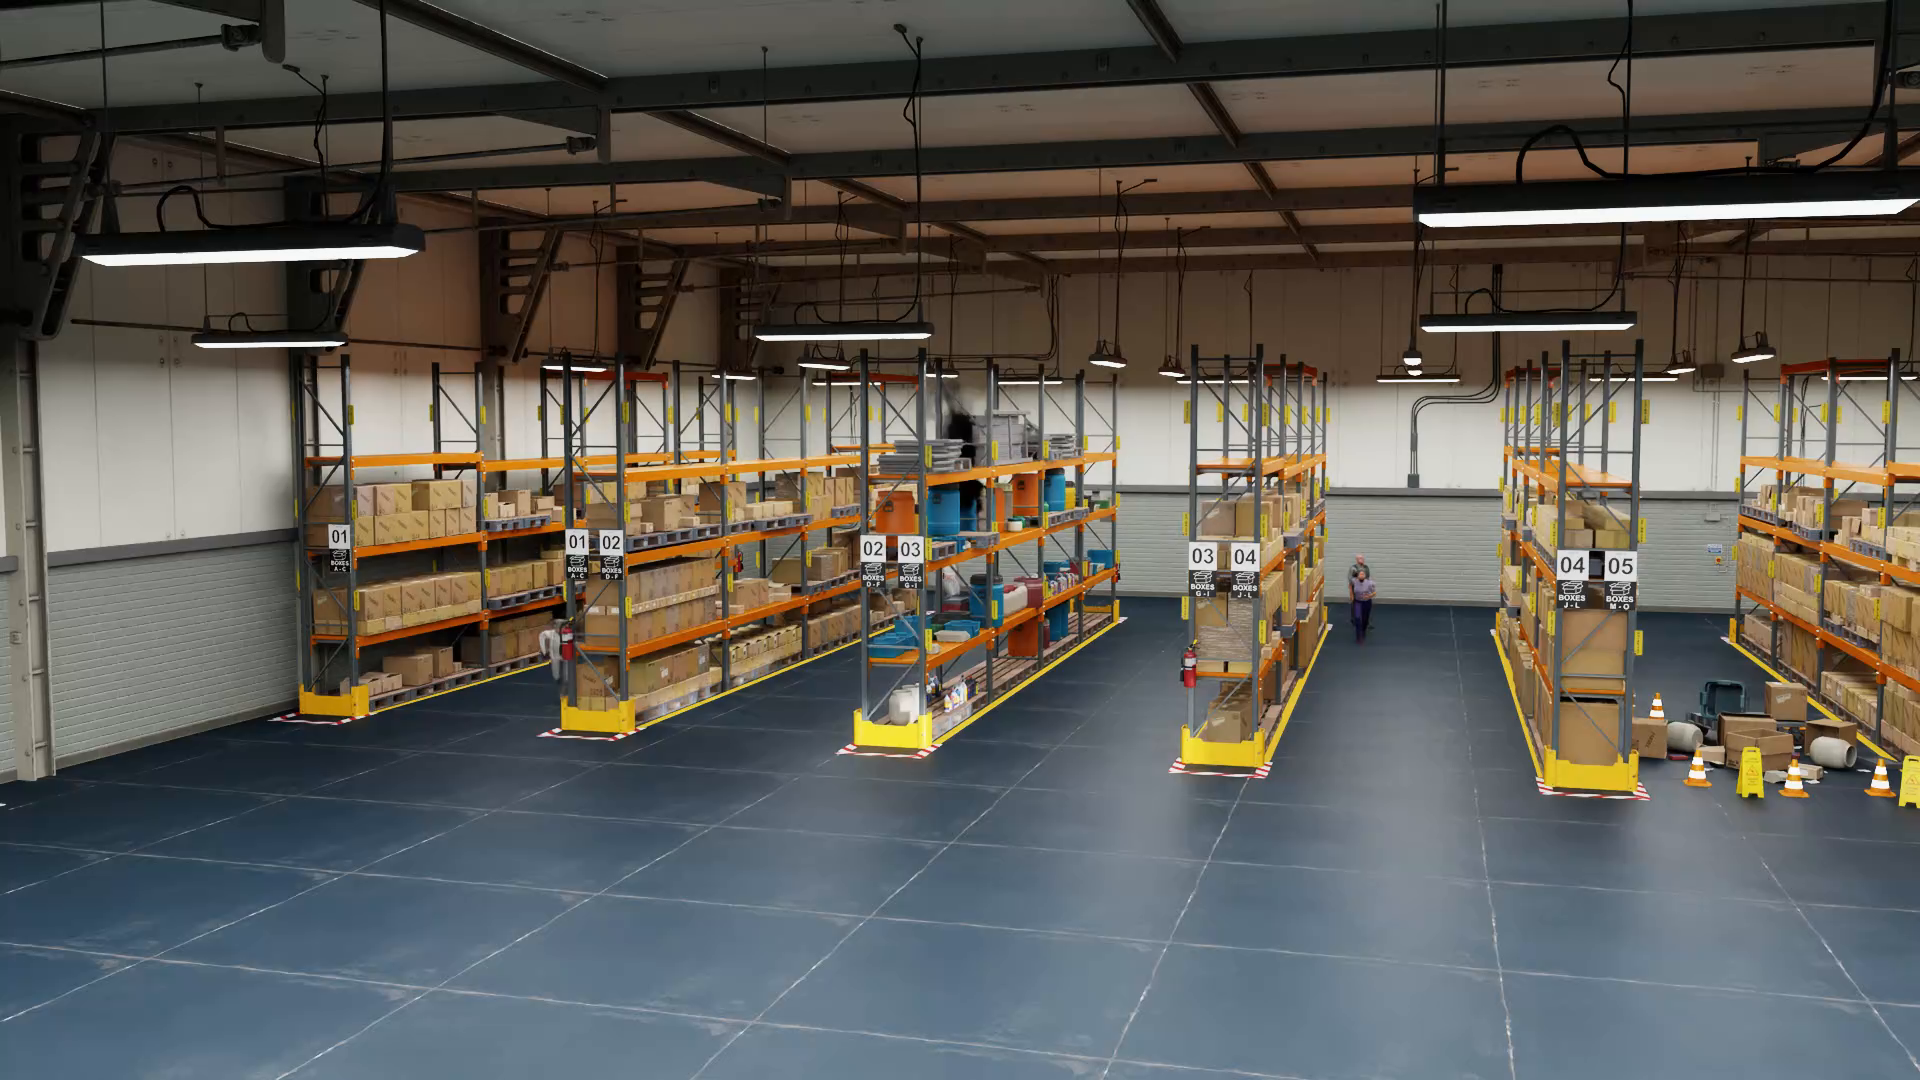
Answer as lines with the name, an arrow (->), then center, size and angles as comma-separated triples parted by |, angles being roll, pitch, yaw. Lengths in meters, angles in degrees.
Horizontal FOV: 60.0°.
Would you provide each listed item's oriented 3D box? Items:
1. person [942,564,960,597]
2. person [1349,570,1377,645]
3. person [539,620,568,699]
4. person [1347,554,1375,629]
person -> -0.288, 0.984, 42.115 | 0.654, 1.722, 0.524 | -3, 5, -35
person -> 8.874, 1.457, 36.657 | 0.609, 1.654, 1.031 | 1, 4, 14
person -> -6.971, 2.098, 28.824 | 0.644, 1.496, 0.811 | -1, 4, -9
person -> 9.368, 1.188, 38.988 | 0.652, 1.712, 0.946 | -1, 4, -10
